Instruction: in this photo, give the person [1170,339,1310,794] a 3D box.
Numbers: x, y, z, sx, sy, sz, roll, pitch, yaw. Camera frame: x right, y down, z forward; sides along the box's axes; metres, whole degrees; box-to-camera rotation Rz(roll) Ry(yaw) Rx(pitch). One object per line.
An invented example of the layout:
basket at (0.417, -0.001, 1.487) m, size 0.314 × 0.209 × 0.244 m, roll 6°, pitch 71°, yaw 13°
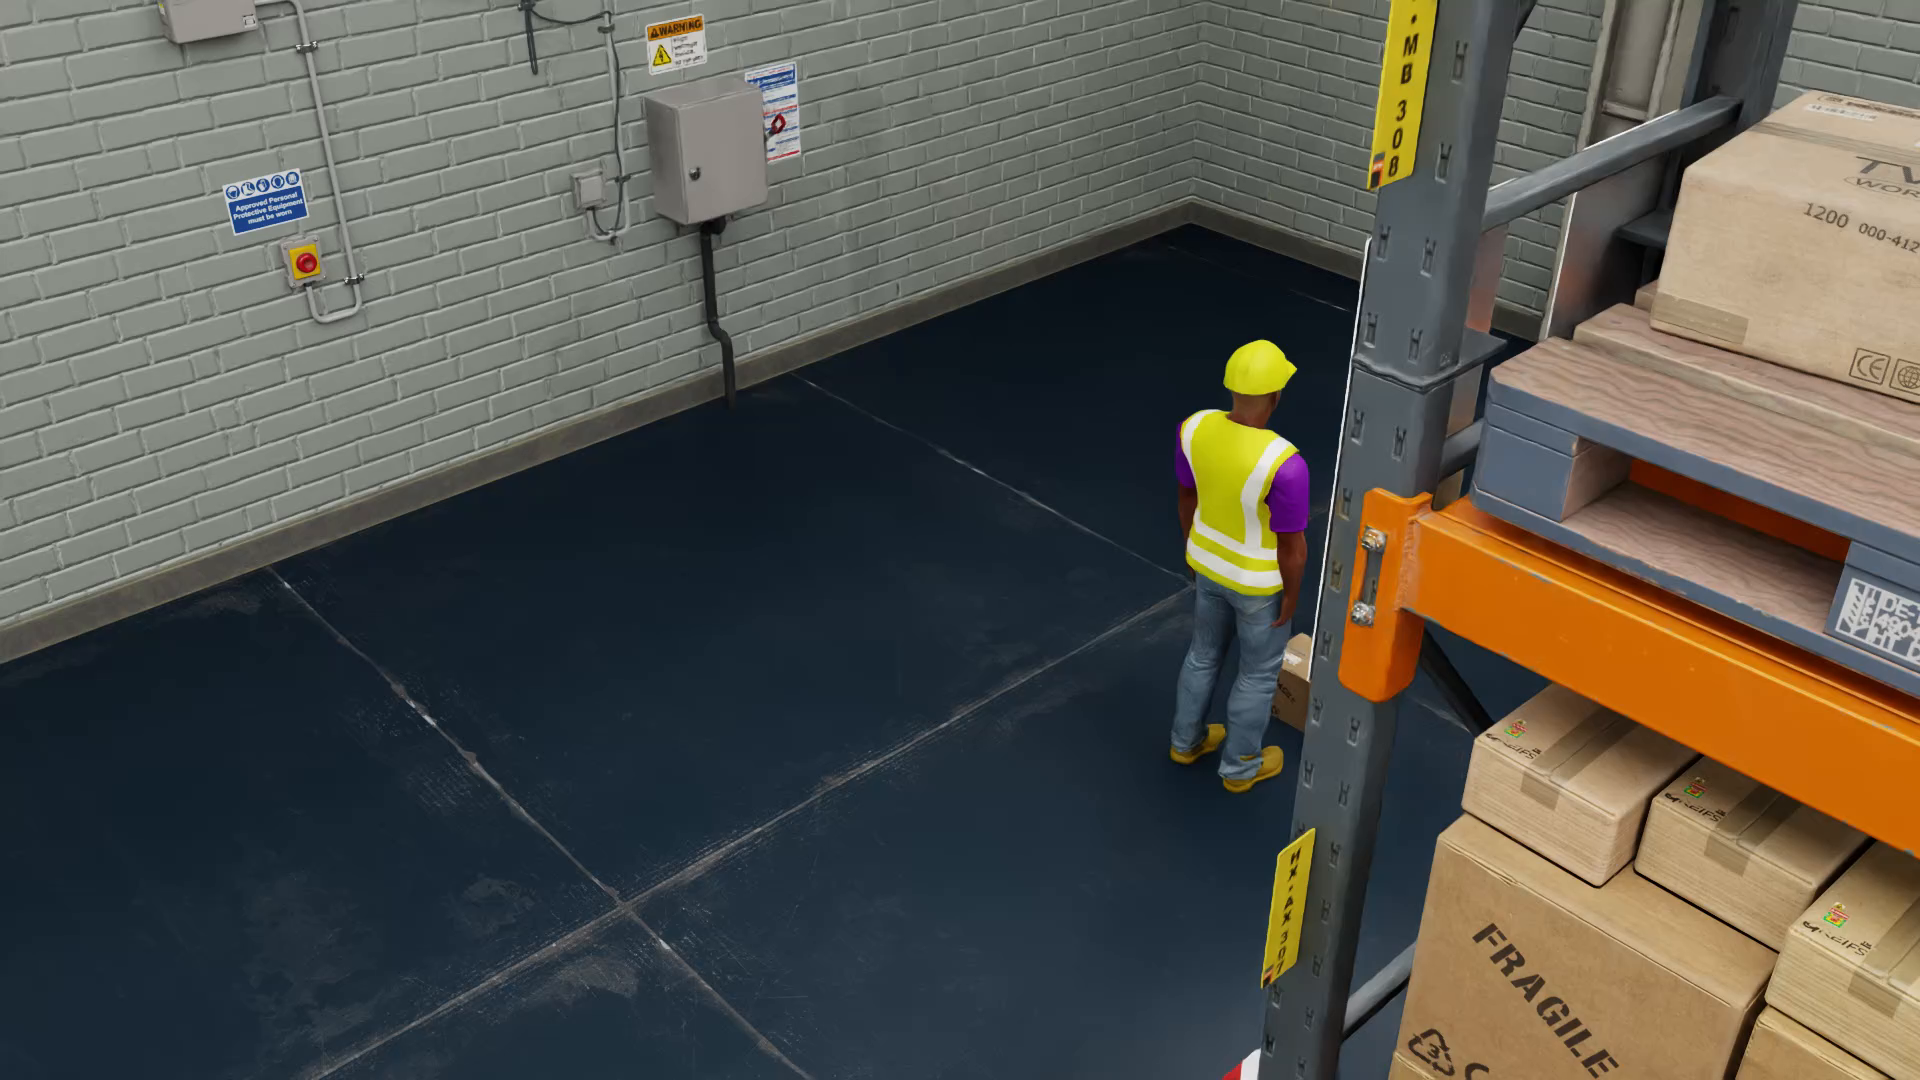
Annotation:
person at (1.005, 0.105, 5.963) m, size 0.362 × 1.777 × 0.563 m, roll -25°, pitch 39°, yaw -34°
